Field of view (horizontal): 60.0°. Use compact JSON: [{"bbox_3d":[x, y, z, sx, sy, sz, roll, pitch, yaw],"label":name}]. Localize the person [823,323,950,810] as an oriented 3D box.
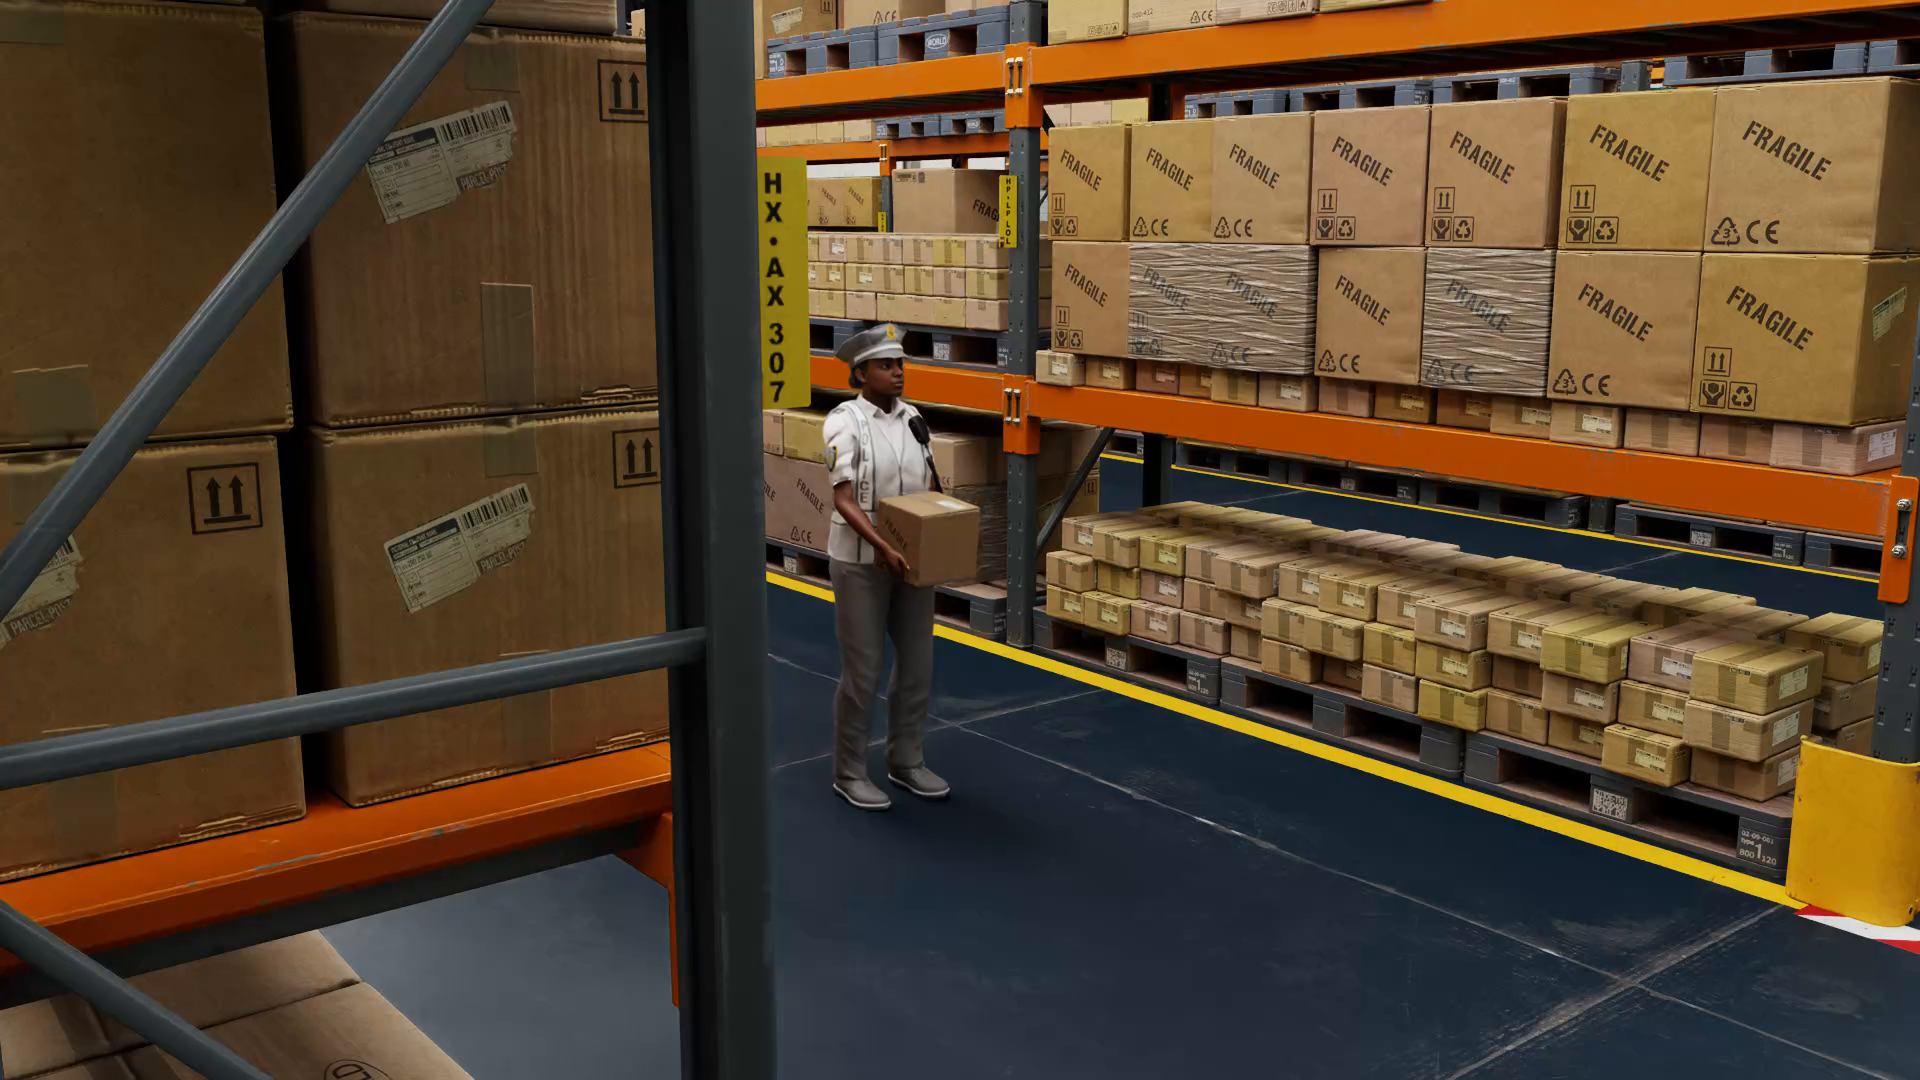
[{"bbox_3d":[-0.226,0.090,5.877,0.455,1.697,0.530,-9,14,-38],"label":"person"}]
